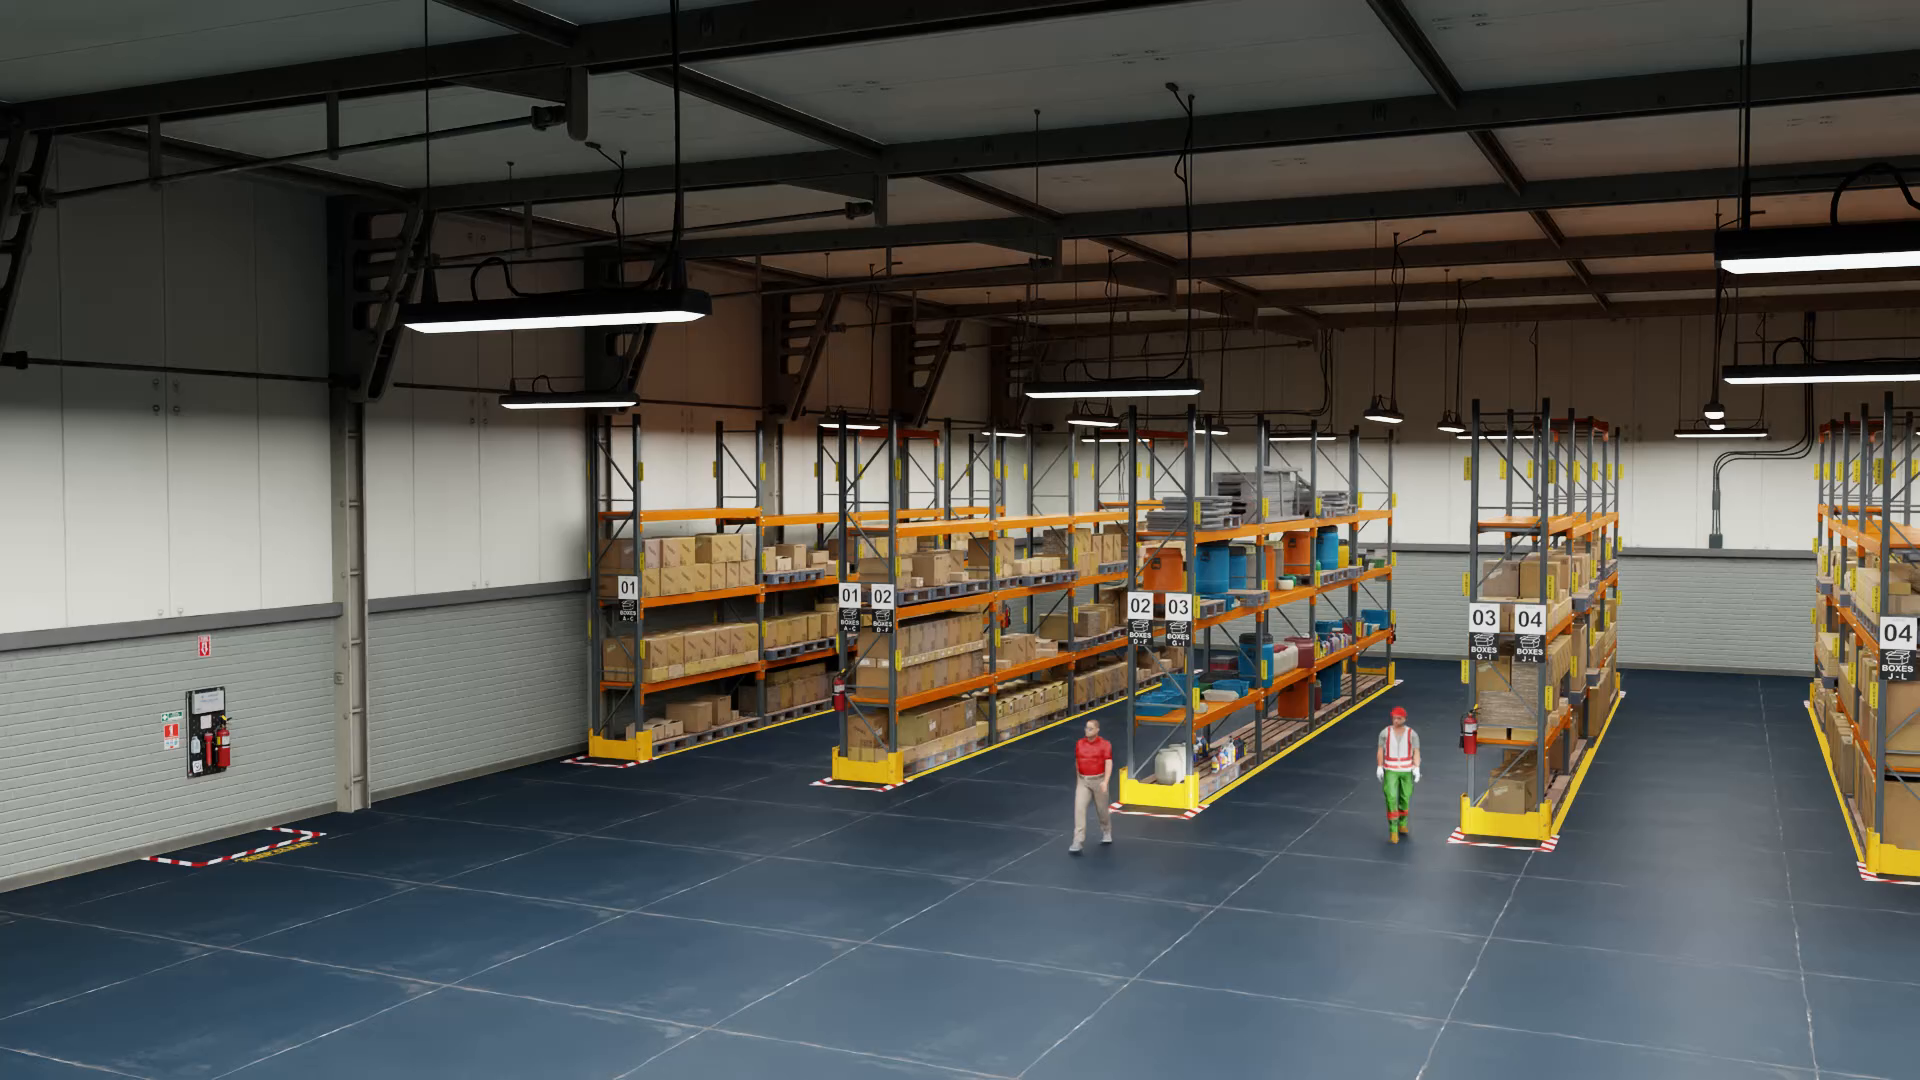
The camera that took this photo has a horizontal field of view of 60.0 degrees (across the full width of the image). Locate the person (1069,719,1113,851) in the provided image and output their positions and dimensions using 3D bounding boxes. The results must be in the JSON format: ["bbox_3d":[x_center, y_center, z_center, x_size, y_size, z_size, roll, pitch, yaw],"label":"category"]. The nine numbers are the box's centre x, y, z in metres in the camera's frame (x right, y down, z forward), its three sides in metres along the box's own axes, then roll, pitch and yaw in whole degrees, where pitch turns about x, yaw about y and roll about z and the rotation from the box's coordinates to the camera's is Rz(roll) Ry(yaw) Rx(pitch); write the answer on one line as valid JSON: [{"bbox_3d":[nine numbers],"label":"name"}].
[{"bbox_3d":[1.751,3.231,22.053,0.563,1.679,0.971,1,3,24],"label":"person"}]

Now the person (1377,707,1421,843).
[{"bbox_3d":[5.997,3.197,22.724,0.568,1.830,0.727,0,2,12],"label":"person"}]
